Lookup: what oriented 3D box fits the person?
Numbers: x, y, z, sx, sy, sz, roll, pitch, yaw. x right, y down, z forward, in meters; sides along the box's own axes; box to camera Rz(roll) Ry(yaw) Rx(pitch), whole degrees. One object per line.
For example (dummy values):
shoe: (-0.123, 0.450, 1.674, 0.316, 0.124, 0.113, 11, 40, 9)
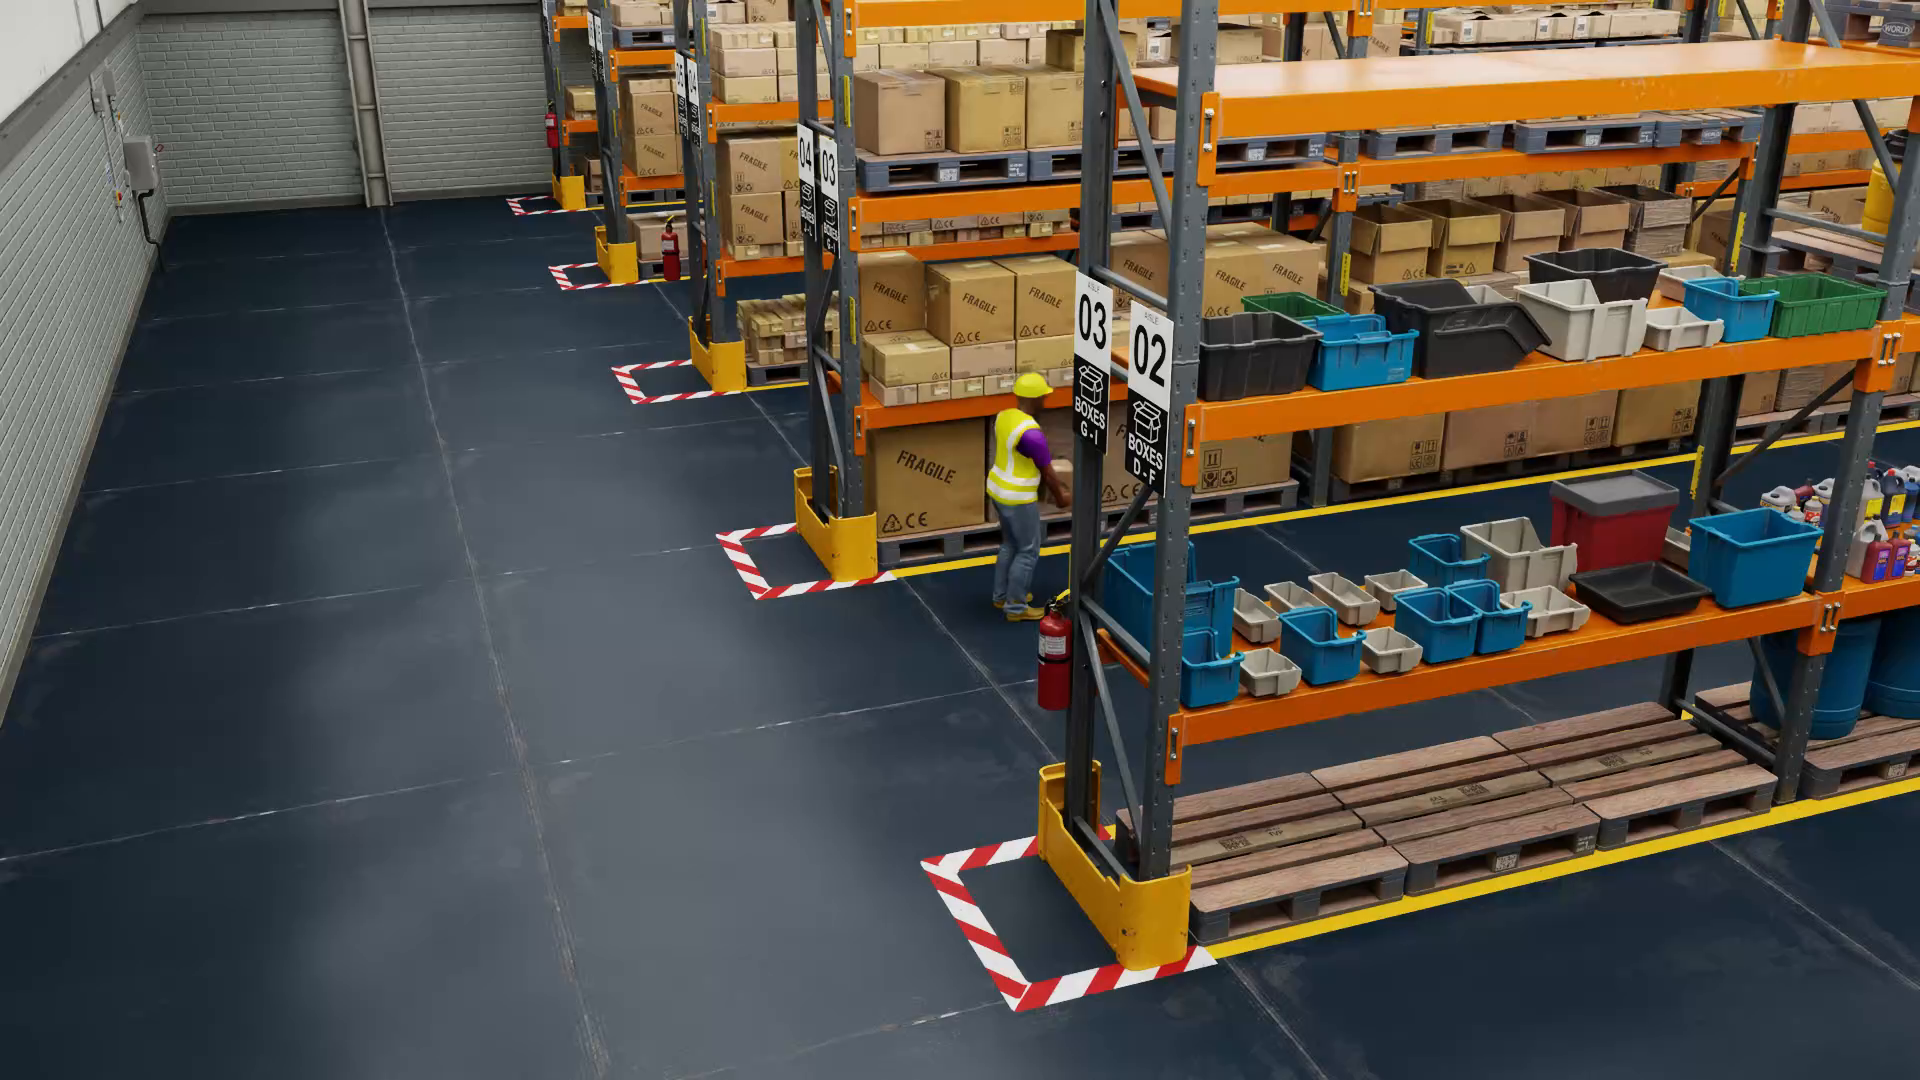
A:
person: (0.483, -0.317, 11.597, 0.583, 1.750, 0.505, -9, 24, -20)
